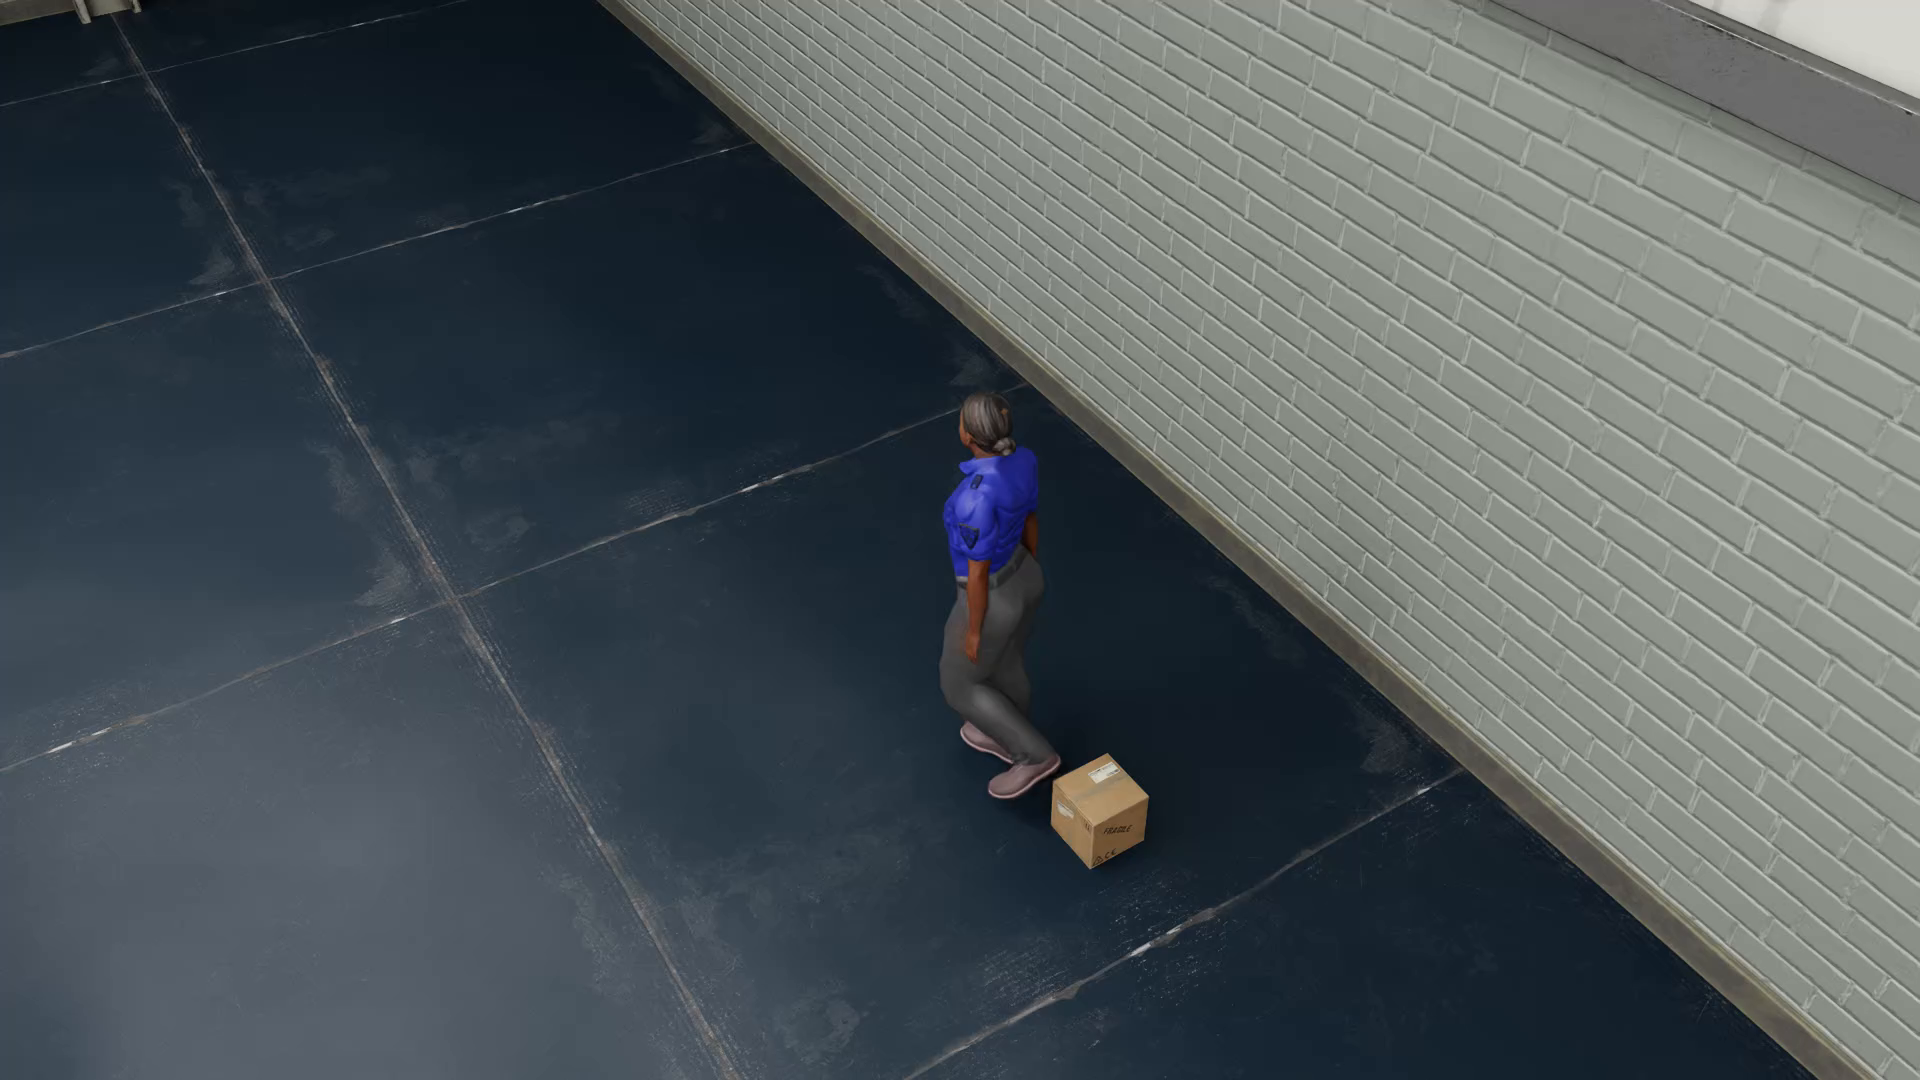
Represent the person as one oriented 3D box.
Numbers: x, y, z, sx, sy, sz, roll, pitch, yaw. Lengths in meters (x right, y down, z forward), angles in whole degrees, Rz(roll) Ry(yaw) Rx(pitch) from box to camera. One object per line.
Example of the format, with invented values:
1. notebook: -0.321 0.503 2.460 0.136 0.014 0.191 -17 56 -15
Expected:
1. person: 0.185 0.233 5.893 0.517 1.651 0.524 20 45 22
